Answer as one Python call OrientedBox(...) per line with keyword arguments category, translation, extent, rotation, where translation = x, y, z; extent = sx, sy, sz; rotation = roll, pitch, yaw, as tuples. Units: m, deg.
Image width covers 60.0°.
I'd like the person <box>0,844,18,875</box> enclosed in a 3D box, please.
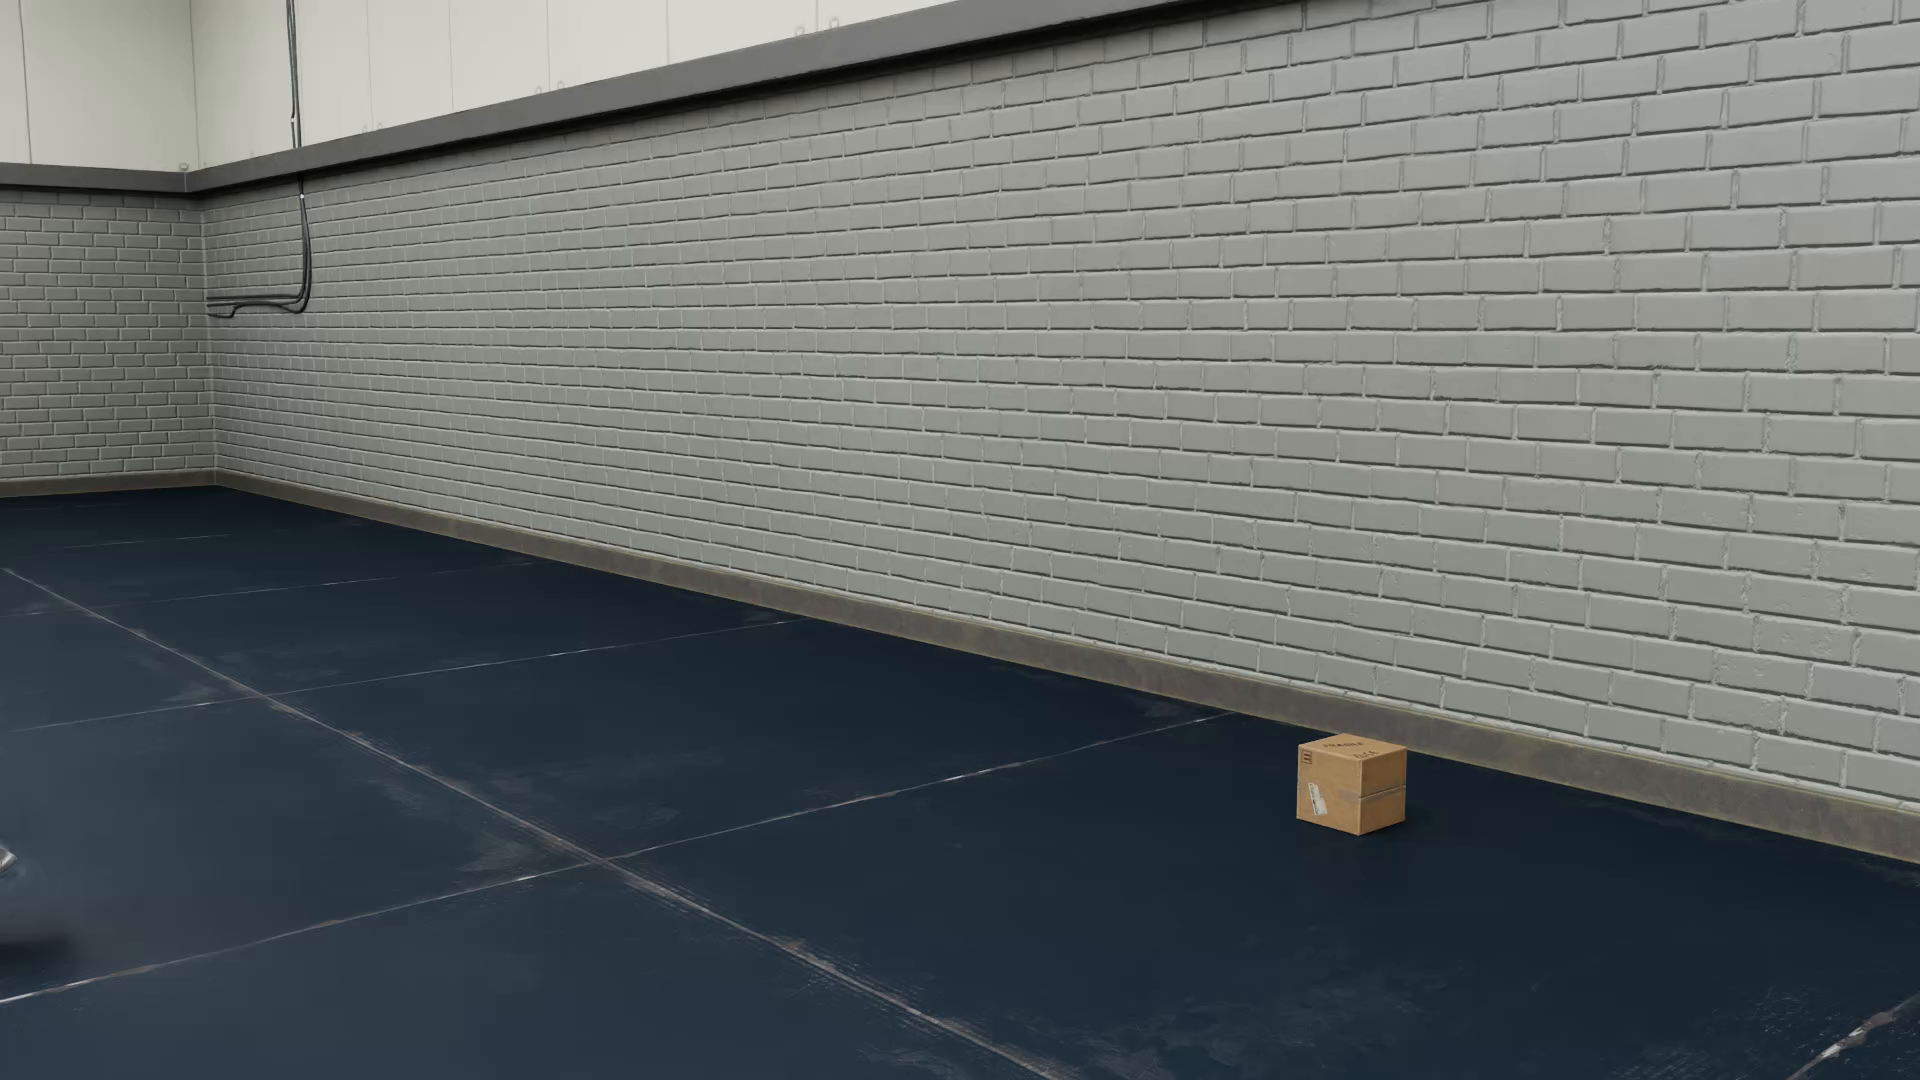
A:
OrientedBox(category="person", translation=(-2.858, 0.209, 3.992), extent=(0.952, 1.734, 0.548), rotation=(-4, 8, -29))
